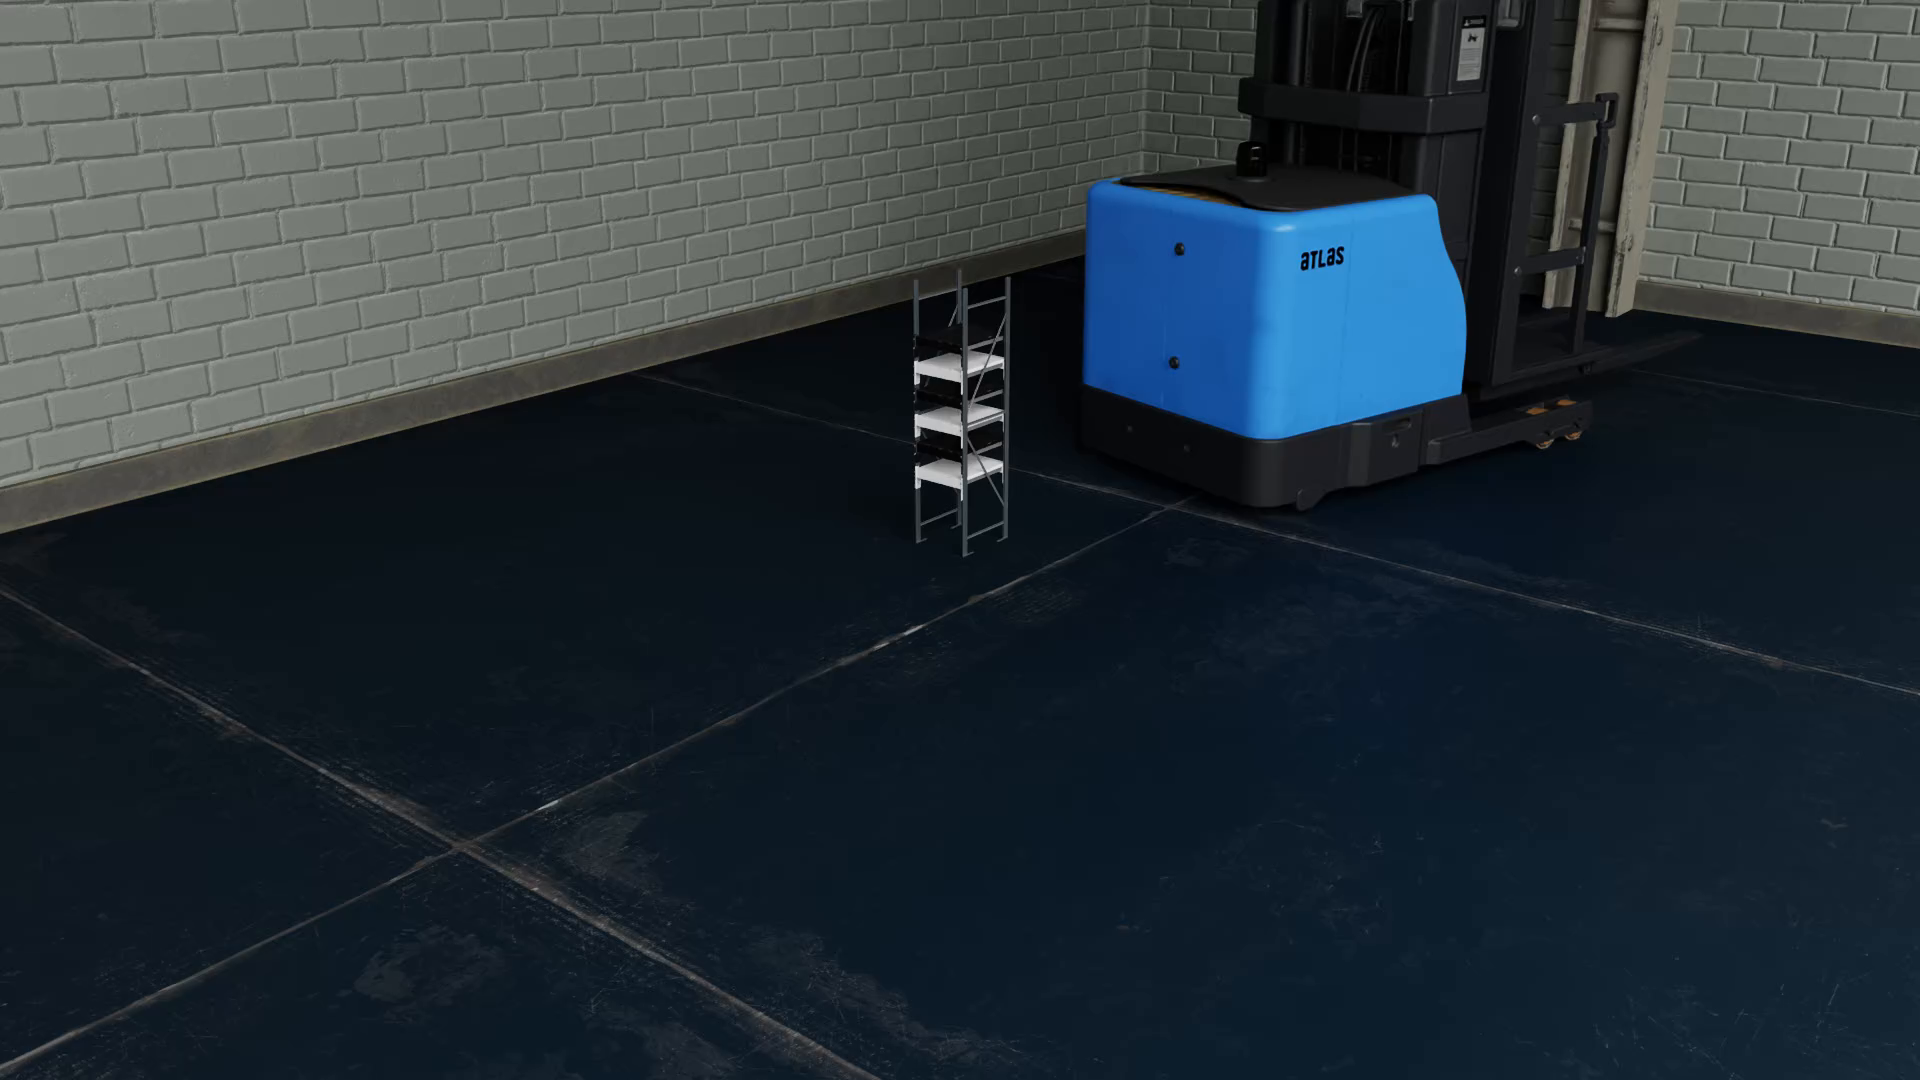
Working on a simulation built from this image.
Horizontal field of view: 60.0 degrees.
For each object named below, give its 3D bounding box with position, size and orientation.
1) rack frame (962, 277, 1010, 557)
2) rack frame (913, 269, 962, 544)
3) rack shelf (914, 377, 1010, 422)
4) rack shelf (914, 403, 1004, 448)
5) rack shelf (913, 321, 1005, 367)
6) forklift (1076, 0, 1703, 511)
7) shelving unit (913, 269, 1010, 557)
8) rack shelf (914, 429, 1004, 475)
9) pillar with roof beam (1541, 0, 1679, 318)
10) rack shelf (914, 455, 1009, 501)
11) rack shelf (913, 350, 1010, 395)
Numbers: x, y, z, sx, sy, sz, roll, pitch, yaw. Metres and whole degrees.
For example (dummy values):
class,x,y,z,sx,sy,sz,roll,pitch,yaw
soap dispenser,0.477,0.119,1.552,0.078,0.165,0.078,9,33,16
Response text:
class,x,y,z,sx,sy,sz,roll,pitch,yaw
rack frame,0.085,-0.397,5.444,0.006,0.900,0.240,16,26,36
rack frame,-0.072,-0.442,5.565,0.006,0.900,0.240,16,26,36
rack shelf,0.006,-0.472,5.485,0.200,0.077,0.258,16,26,36
rack shelf,0.006,-0.388,5.516,0.200,0.077,0.258,16,26,36
rack shelf,0.006,-0.641,5.421,0.200,0.077,0.258,16,26,36
forklift,1.940,-1.868,6.468,3.031,2.935,1.130,-15,25,-34
shelving unit,0.006,-0.419,5.505,0.210,0.900,0.258,16,26,36
rack shelf,0.006,-0.304,5.548,0.200,0.077,0.258,16,26,36
pillar with roof beam,0.678,-4.294,4.301,0.400,9.000,9.100,16,26,36
rack shelf,0.006,-0.220,5.580,0.200,0.077,0.258,16,26,36
rack shelf,0.006,-0.556,5.453,0.200,0.077,0.258,16,26,36
